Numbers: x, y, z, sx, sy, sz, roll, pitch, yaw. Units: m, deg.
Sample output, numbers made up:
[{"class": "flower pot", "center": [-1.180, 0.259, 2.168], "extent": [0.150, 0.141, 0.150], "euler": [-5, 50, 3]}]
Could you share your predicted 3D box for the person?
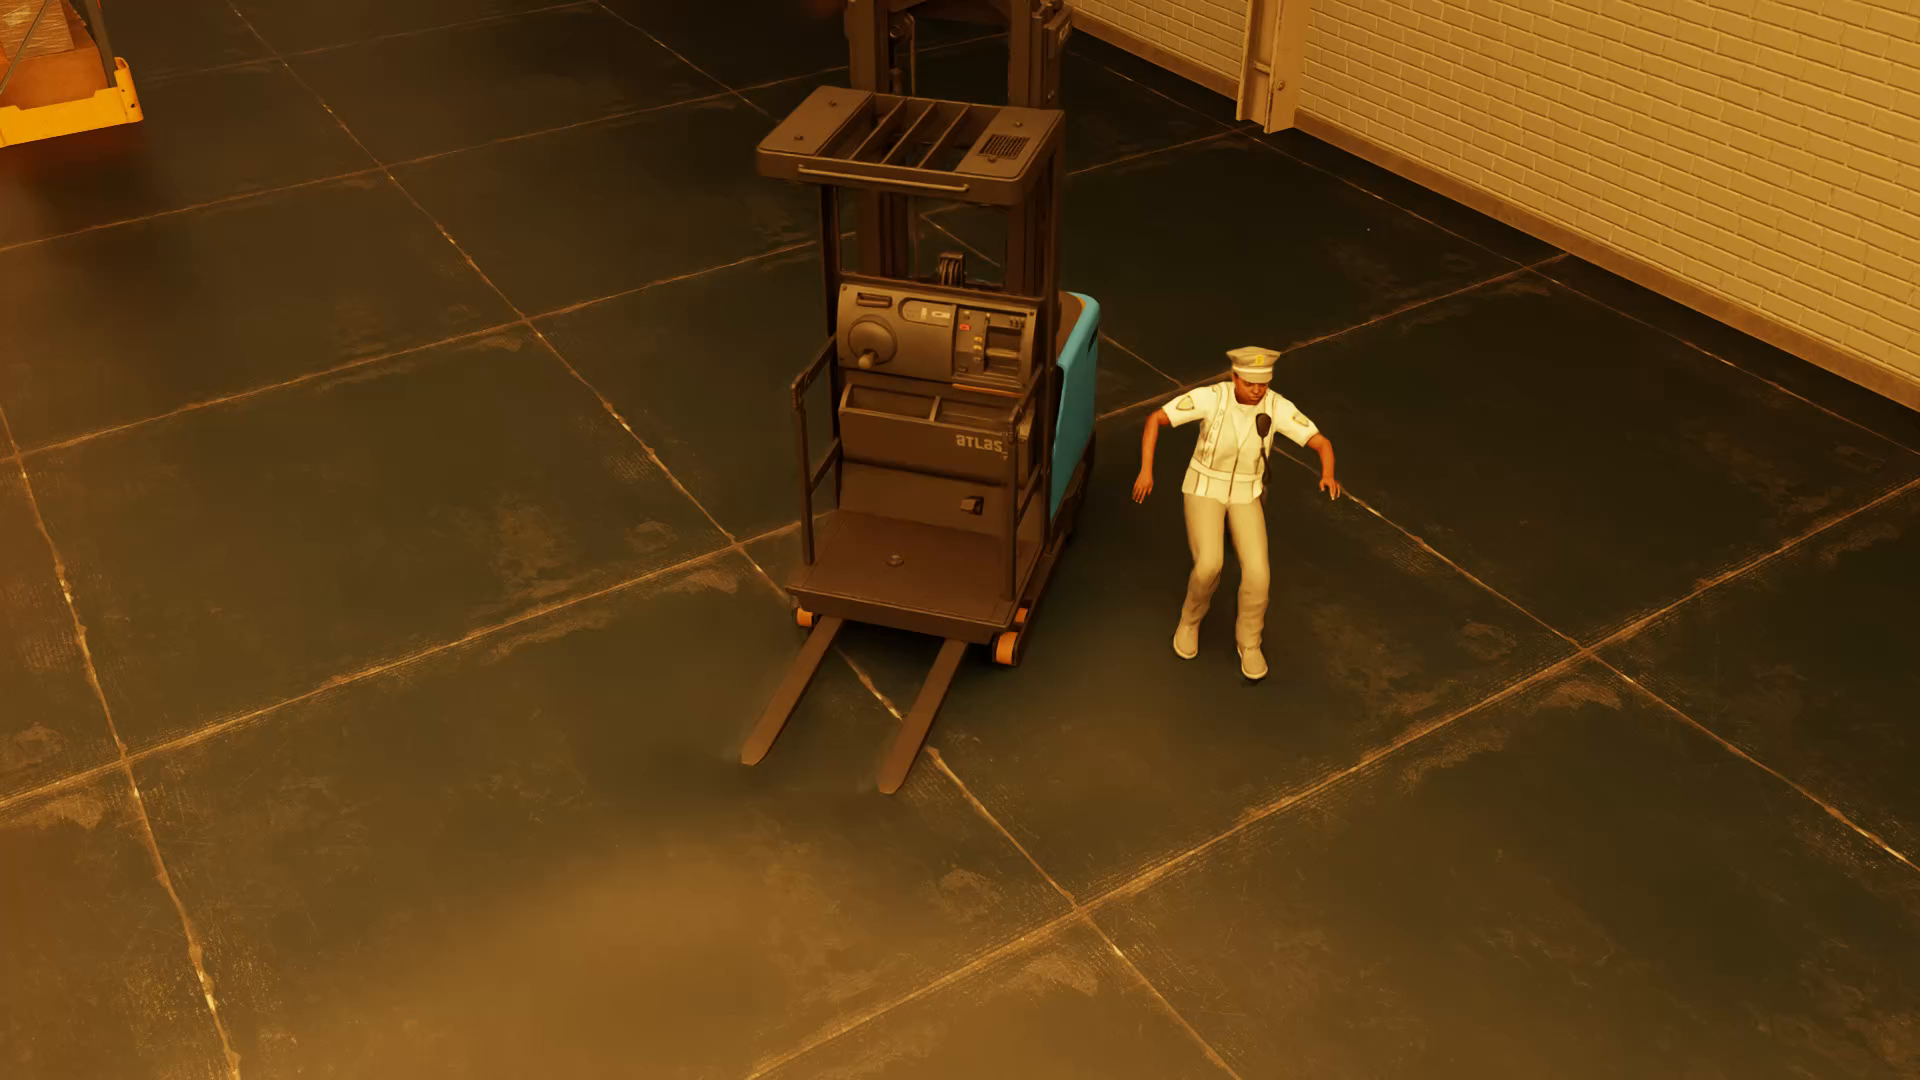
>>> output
[{"class": "person", "center": [1.242, -0.146, 7.636], "extent": [0.912, 1.458, 0.807], "euler": [-4, 35, -6]}]

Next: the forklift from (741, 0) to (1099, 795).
[{"class": "forklift", "center": [-0.169, -0.862, 7.374], "extent": [1.130, 2.935, 3.031], "euler": [10, 36, 13]}]
